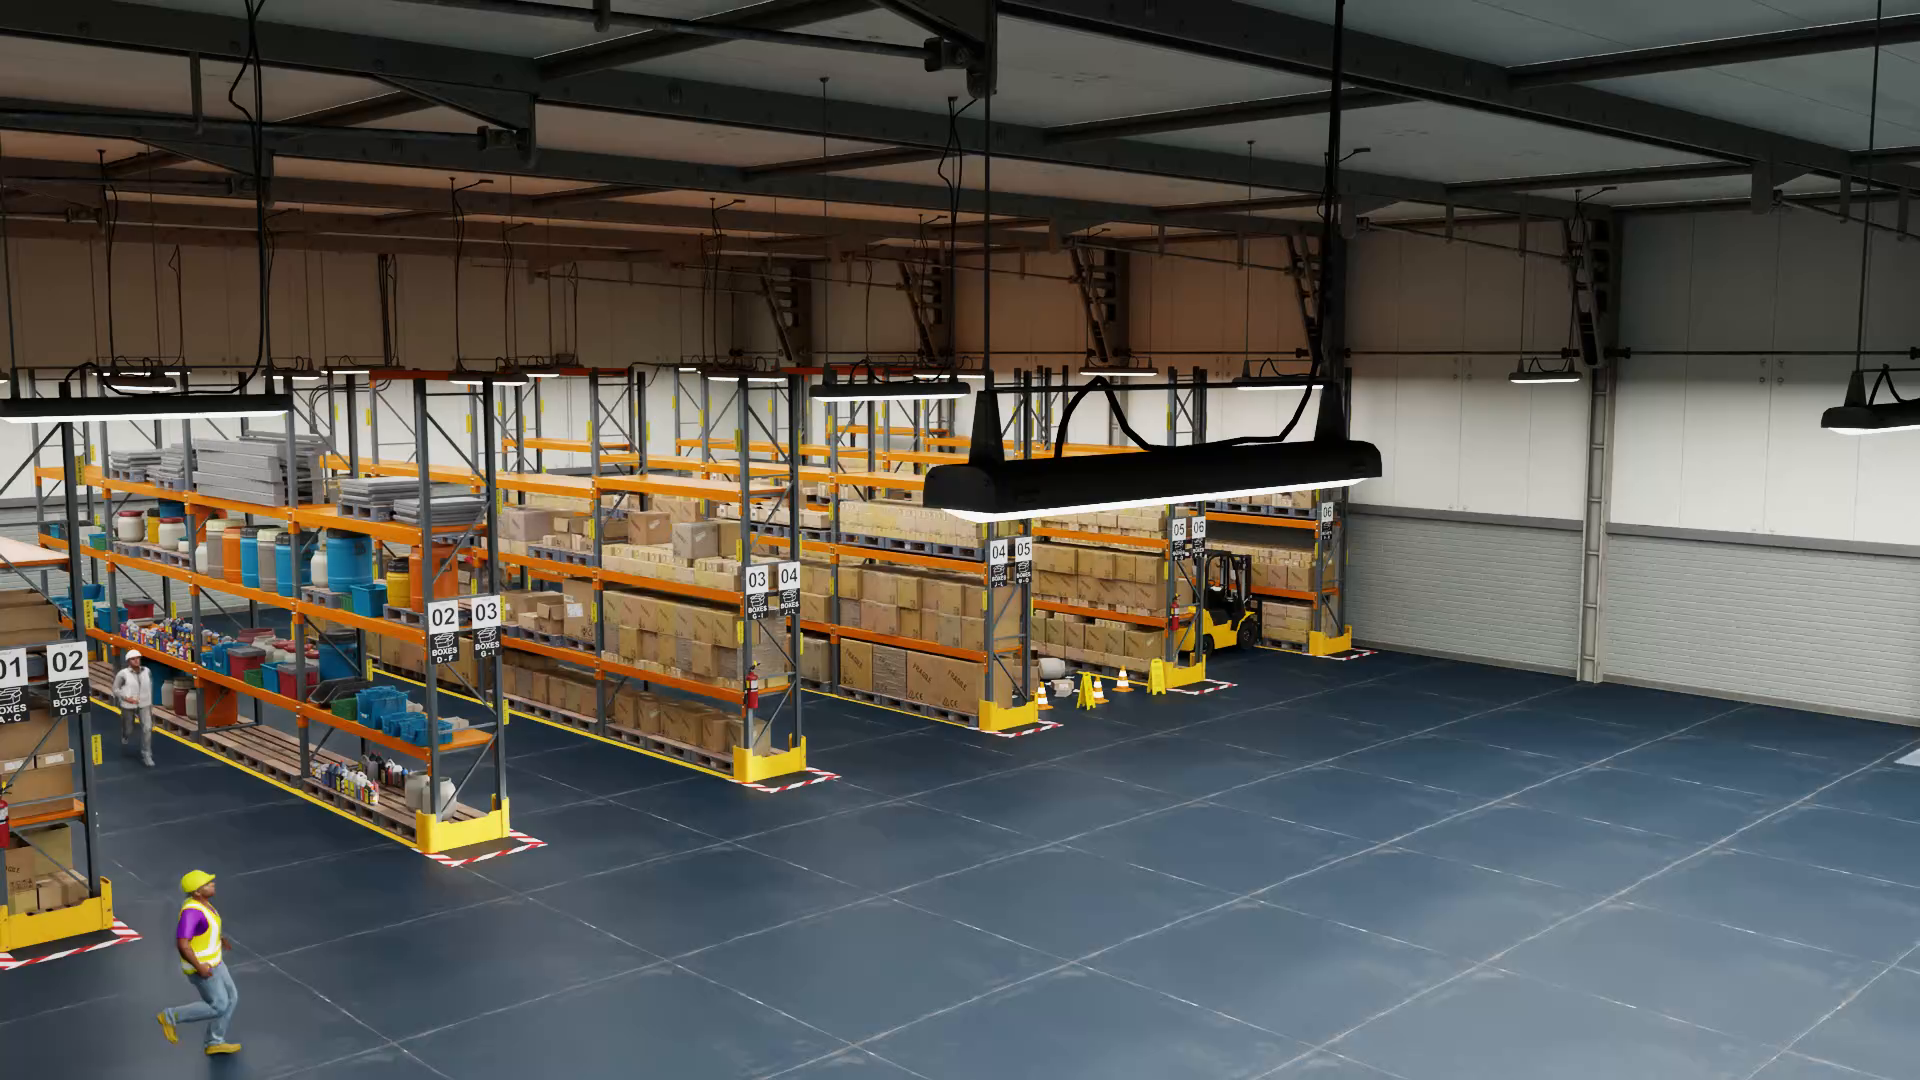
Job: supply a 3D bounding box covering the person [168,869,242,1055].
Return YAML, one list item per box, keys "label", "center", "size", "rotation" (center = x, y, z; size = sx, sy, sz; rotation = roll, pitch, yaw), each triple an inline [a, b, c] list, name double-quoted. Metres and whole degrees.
- label: "person"
  center: [-6.796, 3.804, 14.956]
  size: [0.603, 1.724, 0.729]
  rotation: [-2, 7, -16]

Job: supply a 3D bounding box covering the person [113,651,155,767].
- label: "person"
  center: [-12.744, 2.587, 25.732]
  size: [0.639, 1.763, 1.037]
  rotation: [-5, 8, -38]

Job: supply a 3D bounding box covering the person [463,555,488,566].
- label: "person"
  center: [-11.620, 0.997, 39.783]
  size: [0.640, 1.738, 1.132]
  rotation: [2, 7, 15]

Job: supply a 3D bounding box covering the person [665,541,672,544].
- label: "person"
  center: [-7.725, 0.563, 43.903]
  size: [0.654, 1.675, 0.693]
  rotation: [-3, 7, -28]
